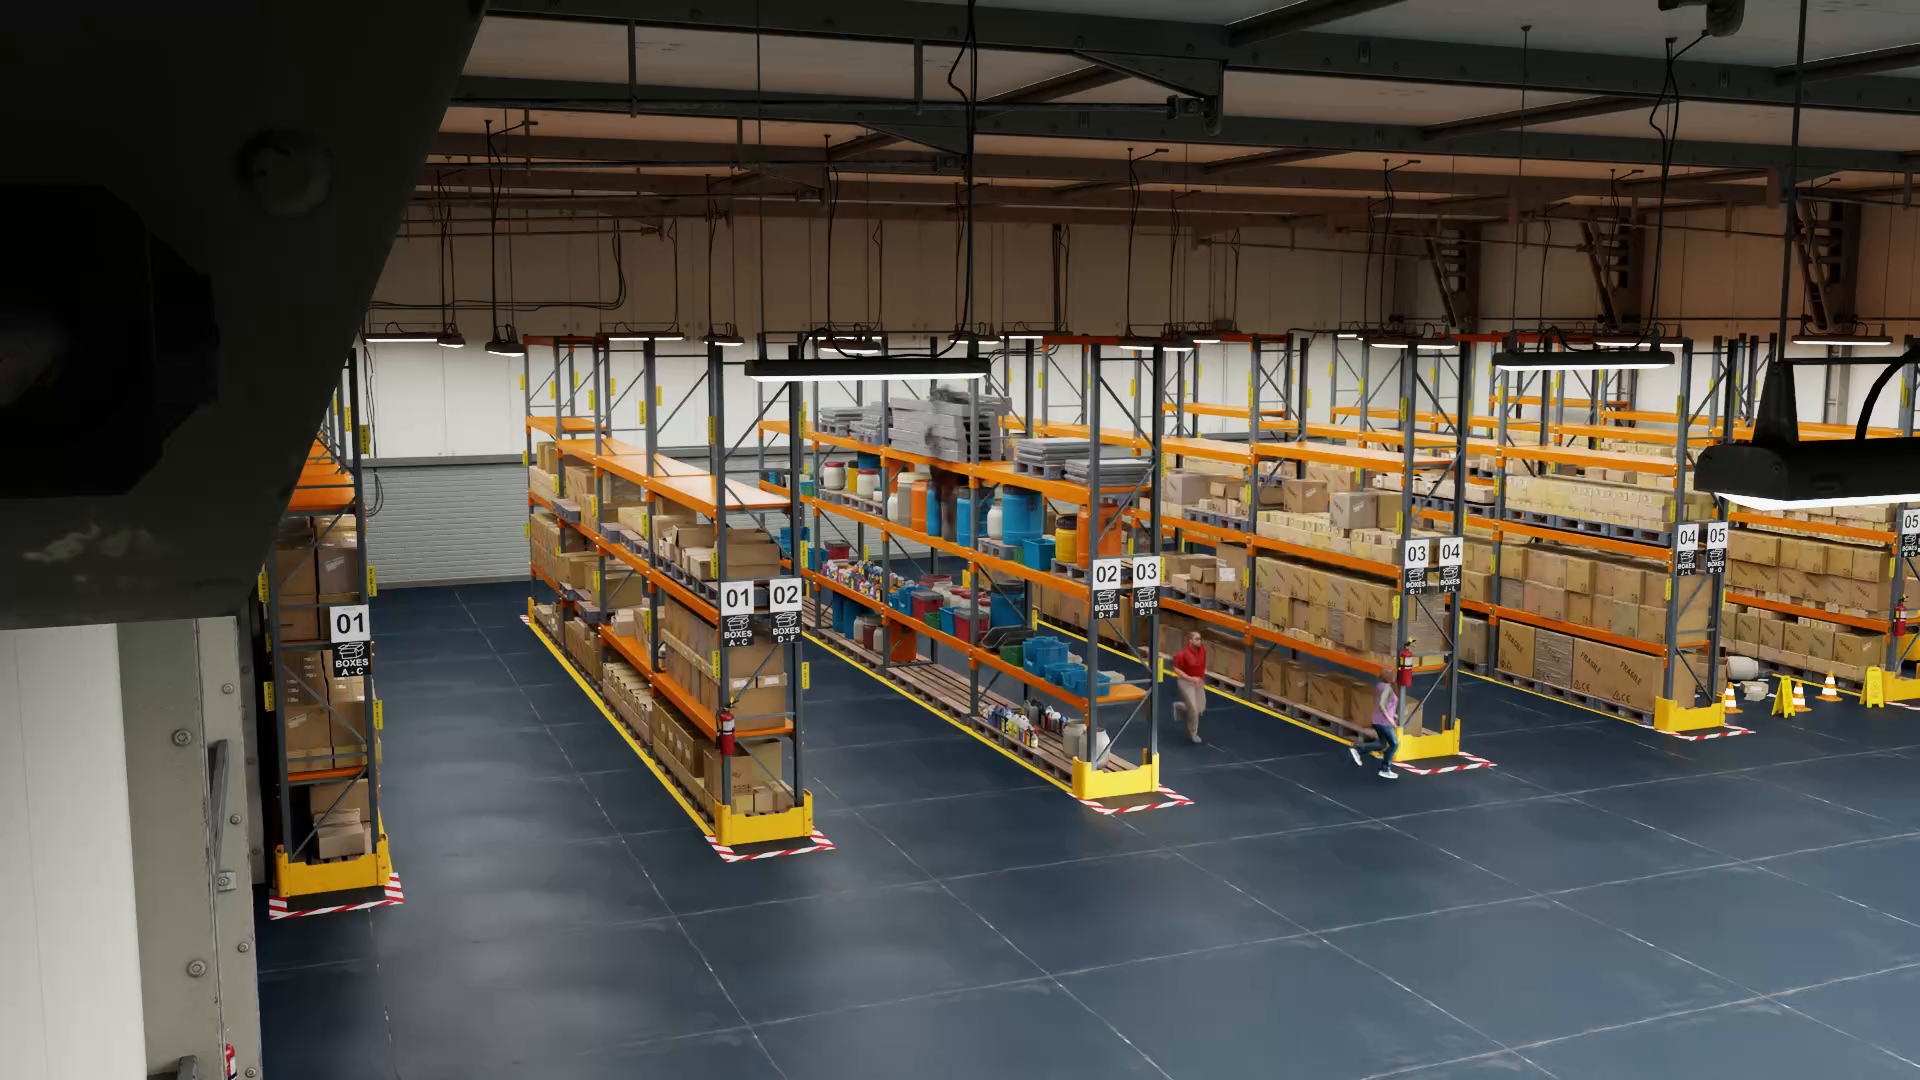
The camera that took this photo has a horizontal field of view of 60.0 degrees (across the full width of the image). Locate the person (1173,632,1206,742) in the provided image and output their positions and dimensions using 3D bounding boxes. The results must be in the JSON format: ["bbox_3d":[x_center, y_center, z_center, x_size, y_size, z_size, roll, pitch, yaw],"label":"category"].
[{"bbox_3d":[3.473,2.197,25.089,0.698,1.690,0.693,-6,10,-38],"label":"person"}]

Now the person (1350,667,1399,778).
[{"bbox_3d":[5.764,2.528,22.976,0.679,1.562,0.526,0,8,1],"label":"person"}]
